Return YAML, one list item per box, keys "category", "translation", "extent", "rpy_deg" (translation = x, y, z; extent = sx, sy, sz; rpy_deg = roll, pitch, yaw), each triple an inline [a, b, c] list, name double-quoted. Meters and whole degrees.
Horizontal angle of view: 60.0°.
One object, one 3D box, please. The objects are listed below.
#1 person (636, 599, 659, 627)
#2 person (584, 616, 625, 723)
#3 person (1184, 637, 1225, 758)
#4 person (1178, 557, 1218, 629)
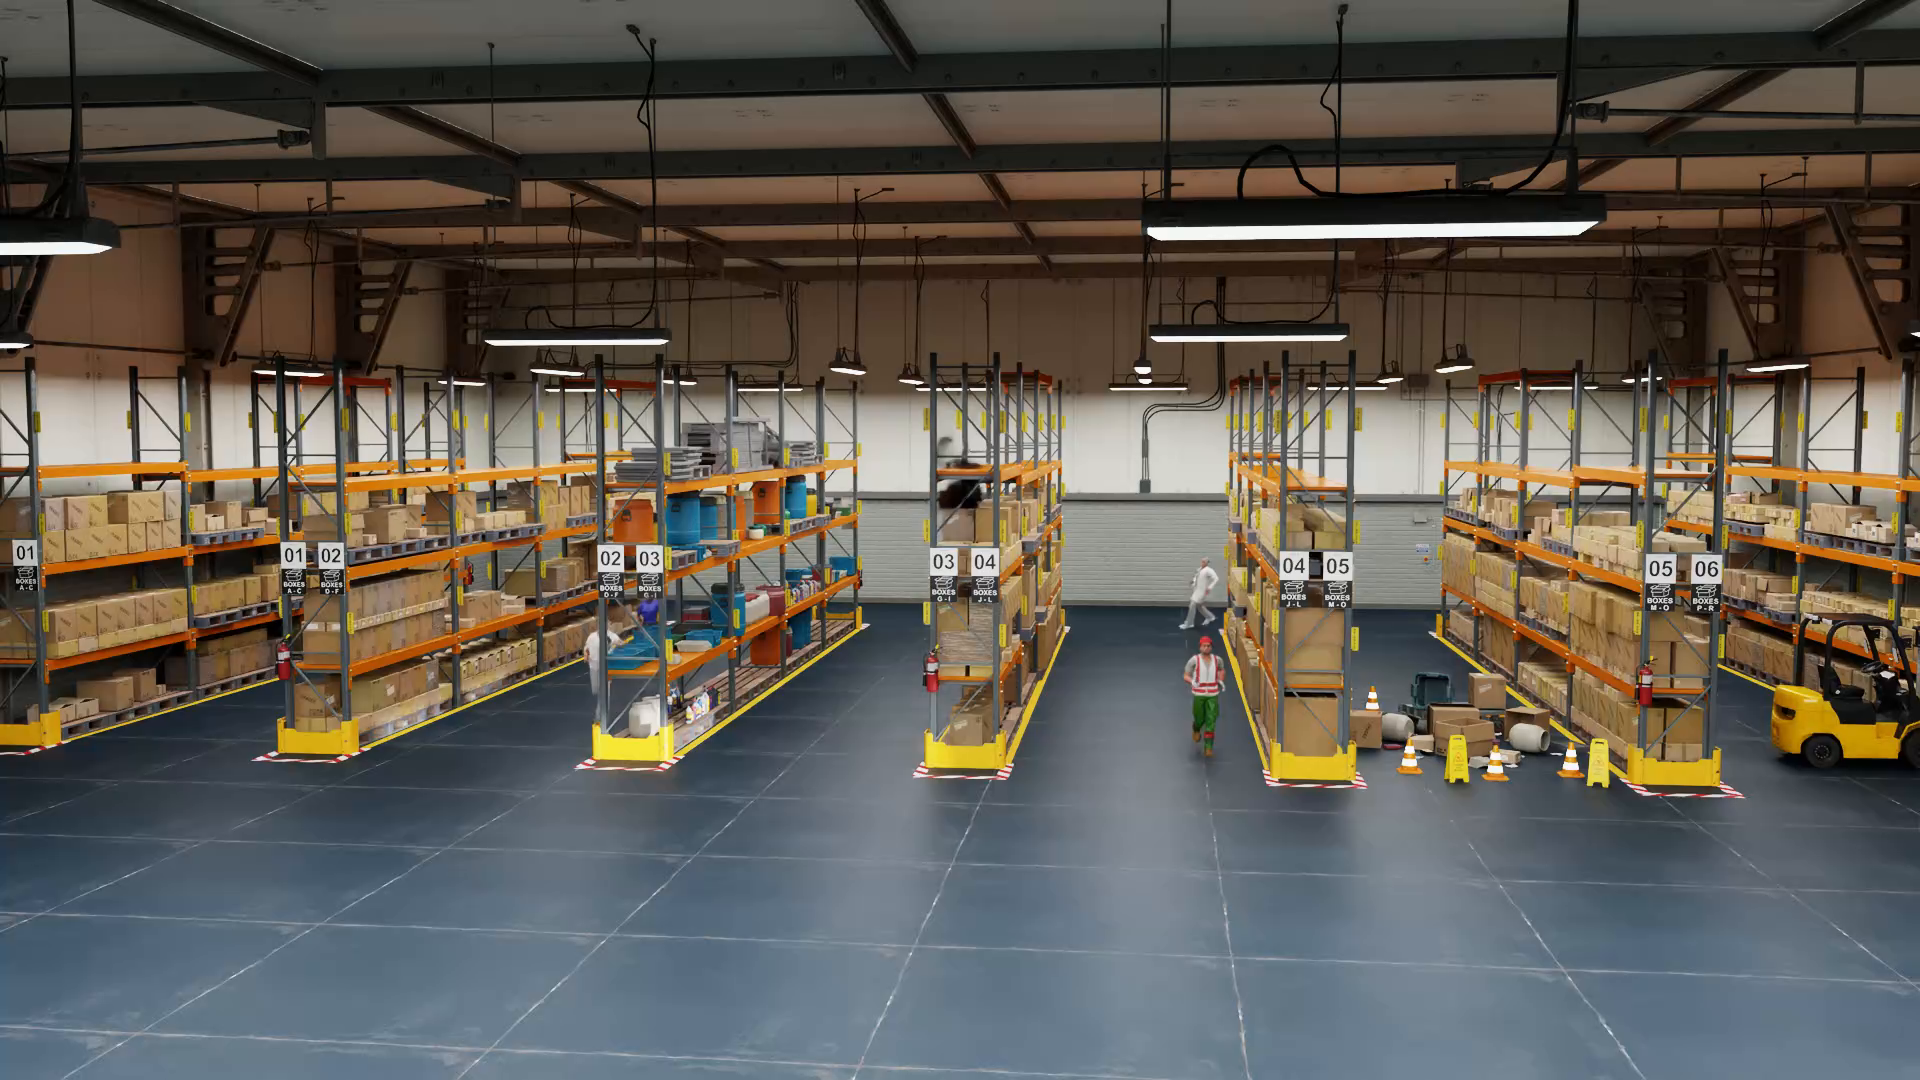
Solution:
- category: "person"
  translation: [-6.311, 1.802, 33.835]
  extent: [0.570, 1.609, 0.568]
  rpy_deg: [0, 4, -2]
- category: "person"
  translation: [-6.017, 2.146, 27.947]
  extent: [0.678, 1.747, 0.935]
  rpy_deg: [0, 4, 7]
- category: "person"
  translation: [3.697, 2.334, 25.006]
  extent: [0.658, 1.768, 0.971]
  rpy_deg: [0, 4, -2]
- category: "person"
  translation: [5.806, 1.278, 40.200]
  extent: [0.979, 1.747, 0.764]
  rpy_deg: [-1, 4, -11]
